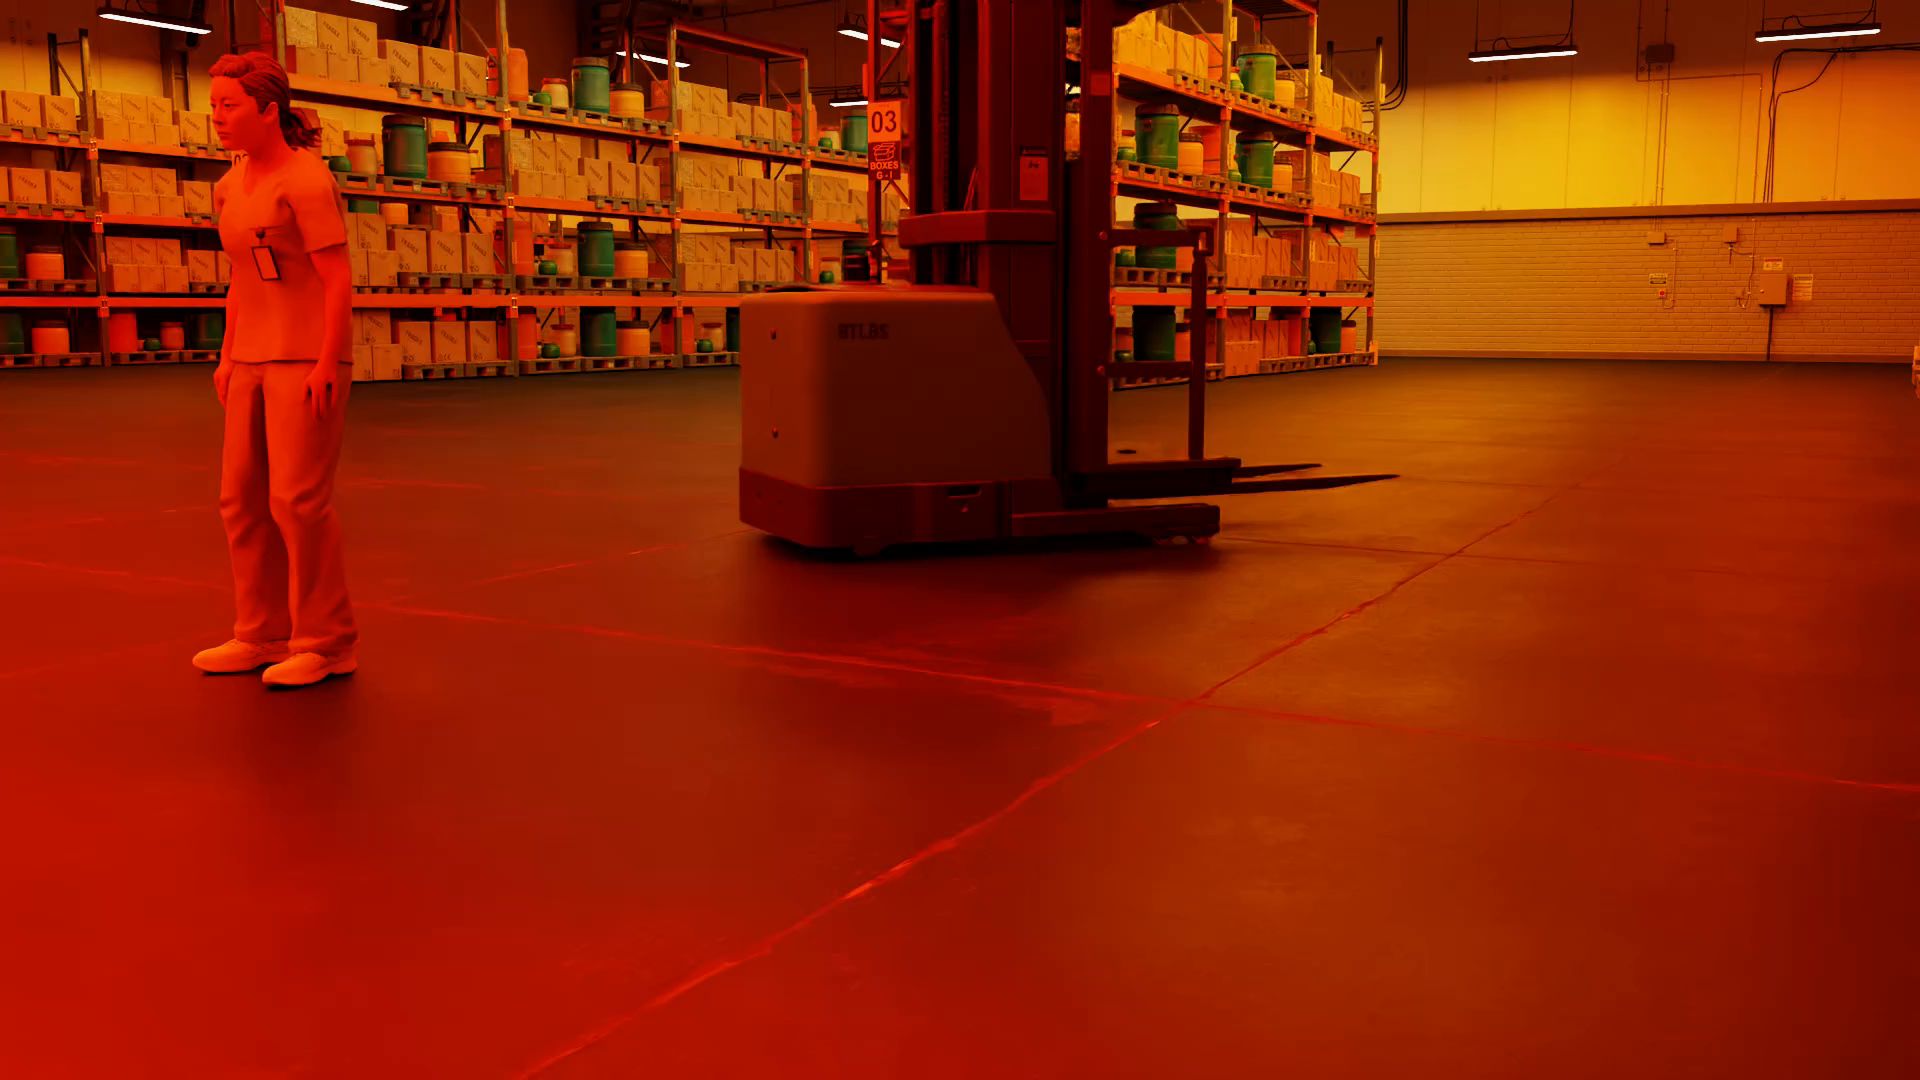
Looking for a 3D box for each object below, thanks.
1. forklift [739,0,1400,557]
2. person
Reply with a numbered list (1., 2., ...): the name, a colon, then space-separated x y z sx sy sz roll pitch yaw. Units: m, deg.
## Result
1. forklift: 0.580 -1.495 7.424 3.031 2.935 1.130 -4 9 -24
2. person: -1.849 -0.455 4.516 0.490 1.668 0.362 5 9 34
